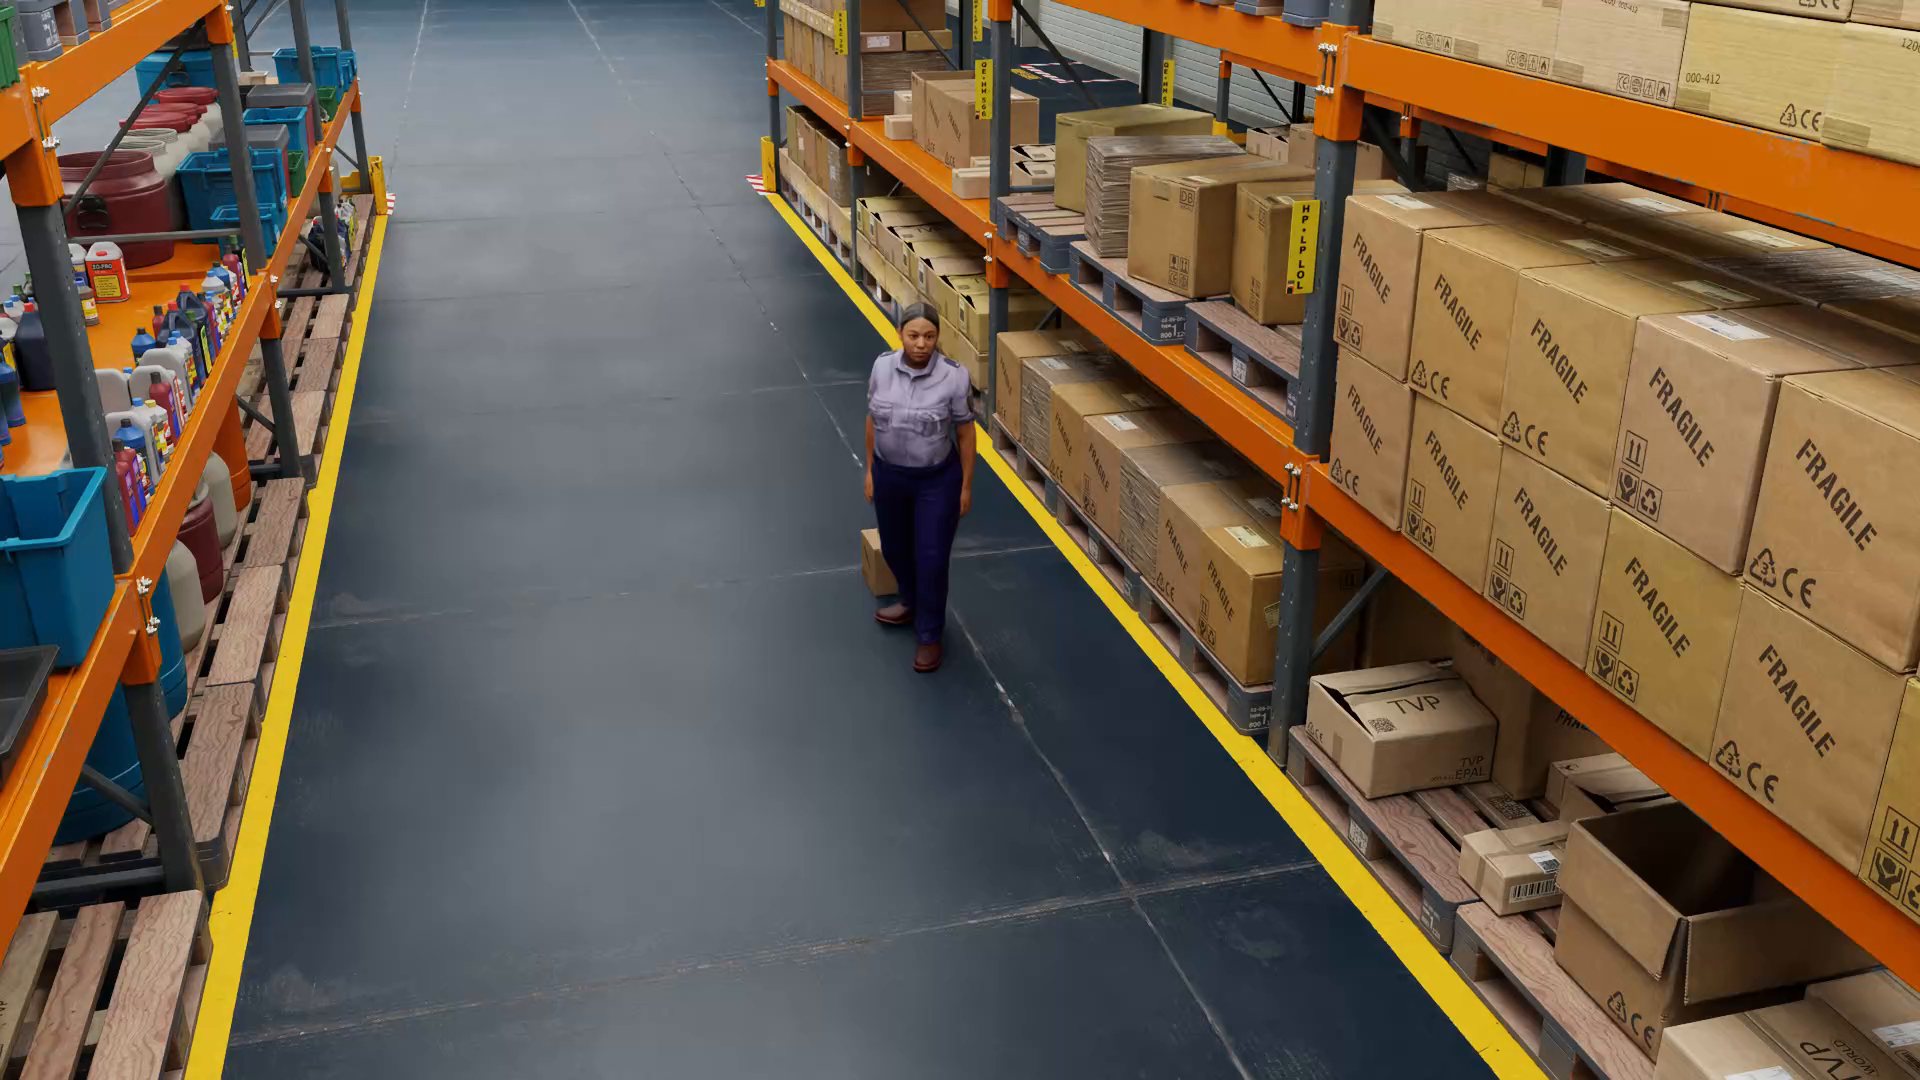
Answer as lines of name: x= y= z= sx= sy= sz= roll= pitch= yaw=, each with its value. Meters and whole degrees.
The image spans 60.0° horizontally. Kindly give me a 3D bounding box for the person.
person: x=-0.174 y=-0.280 z=7.279 sx=0.541 sy=1.634 sz=0.553 roll=9 pitch=25 yaw=20
